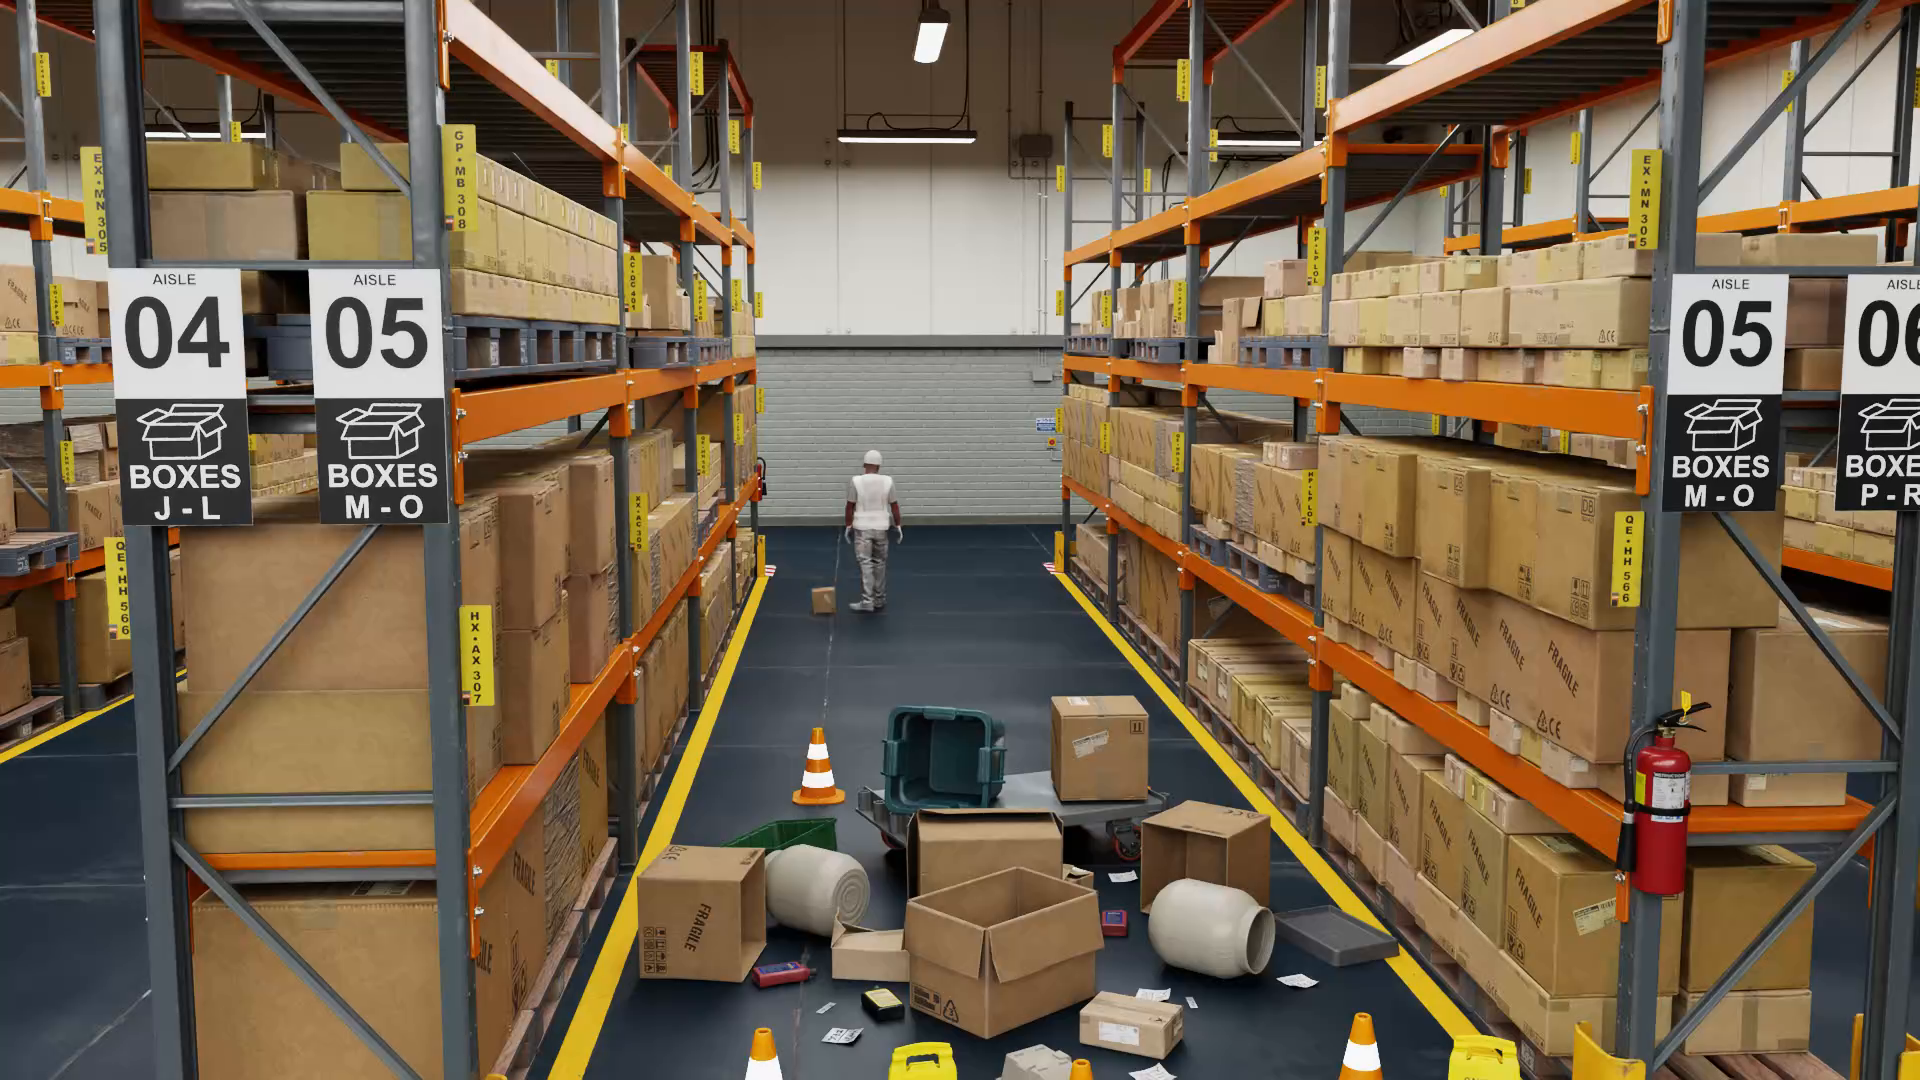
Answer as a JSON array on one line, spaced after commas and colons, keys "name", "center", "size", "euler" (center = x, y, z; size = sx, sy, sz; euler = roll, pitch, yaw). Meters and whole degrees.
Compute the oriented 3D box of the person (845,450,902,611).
[{"name": "person", "center": [-0.971, -0.110, 18.577], "size": [0.636, 1.789, 0.643], "euler": [-2, 7, -18]}]
